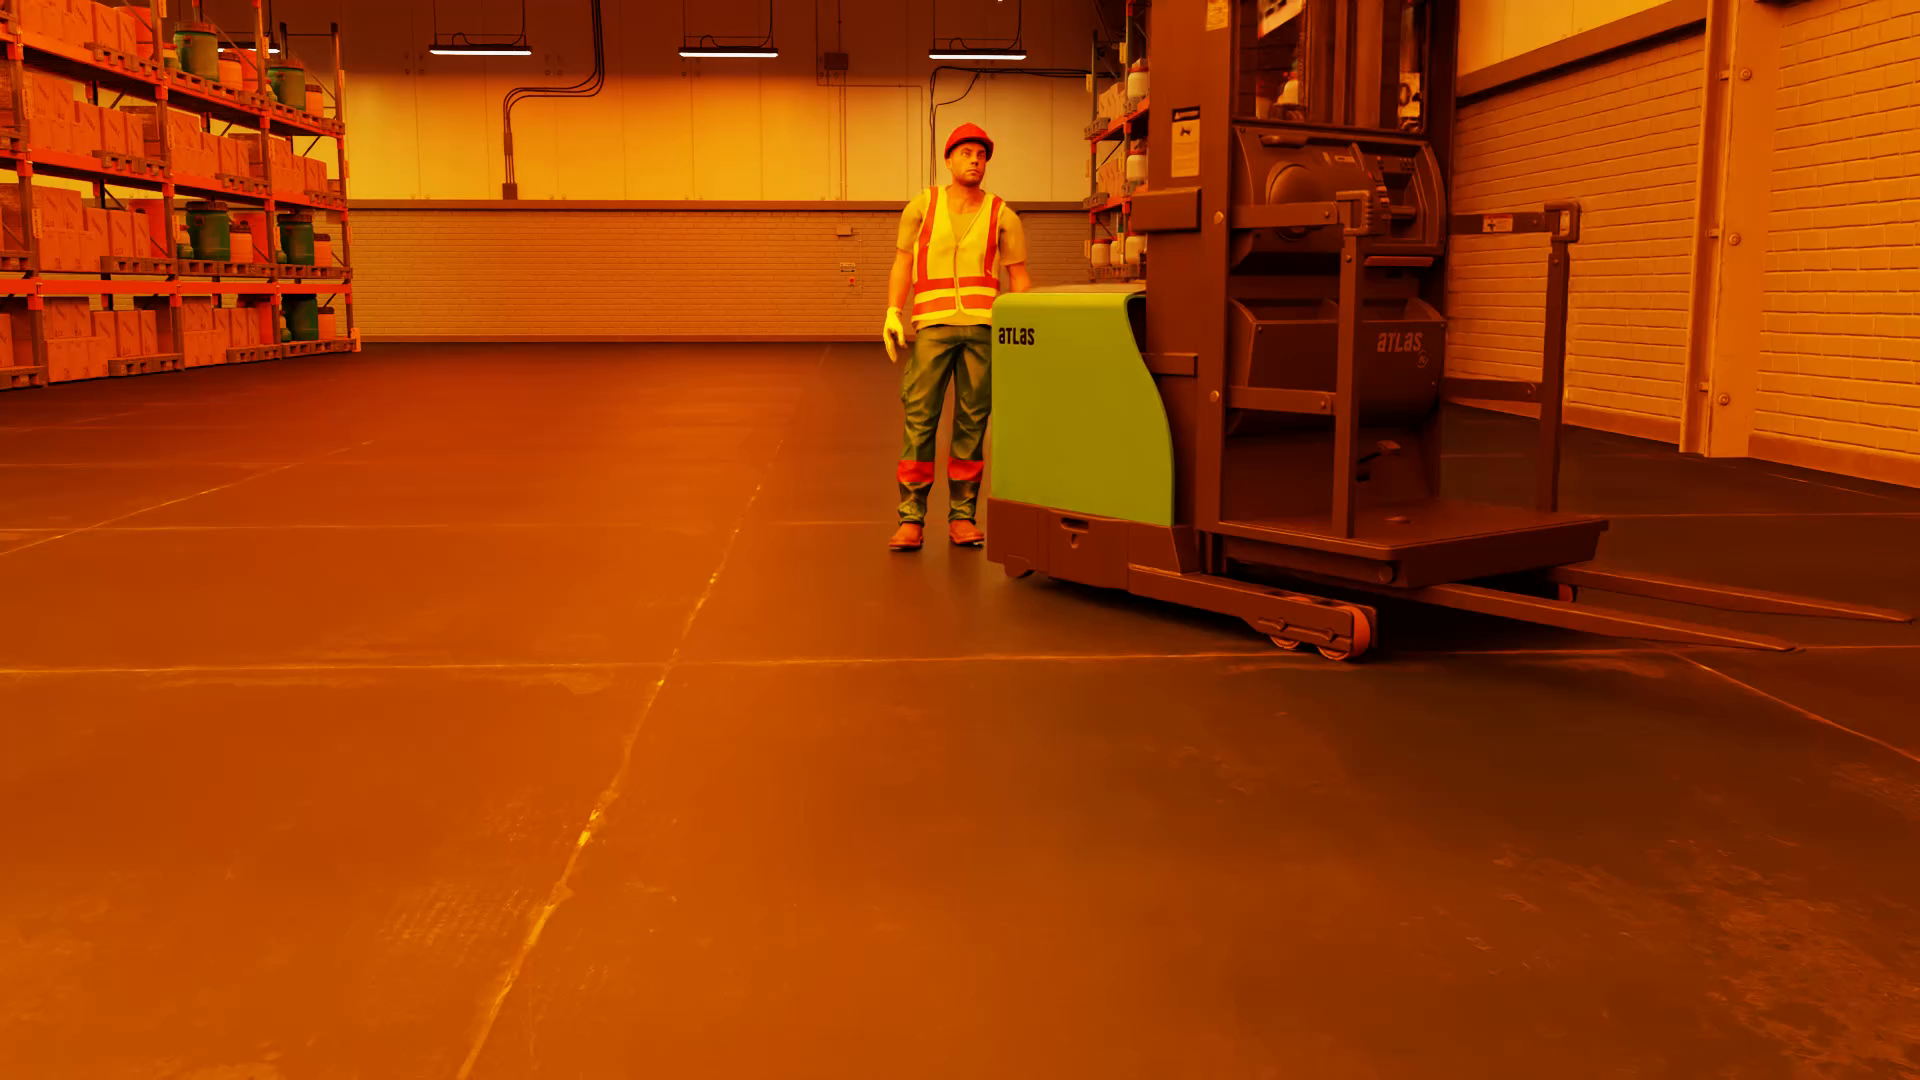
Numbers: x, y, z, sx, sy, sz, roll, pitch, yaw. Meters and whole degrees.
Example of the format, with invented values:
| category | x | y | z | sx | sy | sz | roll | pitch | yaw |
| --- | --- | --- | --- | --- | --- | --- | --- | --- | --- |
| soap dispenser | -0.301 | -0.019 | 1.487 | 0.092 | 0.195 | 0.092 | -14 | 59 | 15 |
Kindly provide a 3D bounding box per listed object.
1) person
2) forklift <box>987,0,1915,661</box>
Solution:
| category | x | y | z | sx | sy | sz | roll | pitch | yaw |
| --- | --- | --- | --- | --- | --- | --- | --- | --- | --- |
| person | 0.007 | -0.876 | 7.096 | 0.668 | 1.789 | 0.560 | -1 | 8 | -4 |
| forklift | 1.372 | -1.174 | 5.235 | 1.130 | 2.935 | 3.031 | -6 | 10 | -35 |
